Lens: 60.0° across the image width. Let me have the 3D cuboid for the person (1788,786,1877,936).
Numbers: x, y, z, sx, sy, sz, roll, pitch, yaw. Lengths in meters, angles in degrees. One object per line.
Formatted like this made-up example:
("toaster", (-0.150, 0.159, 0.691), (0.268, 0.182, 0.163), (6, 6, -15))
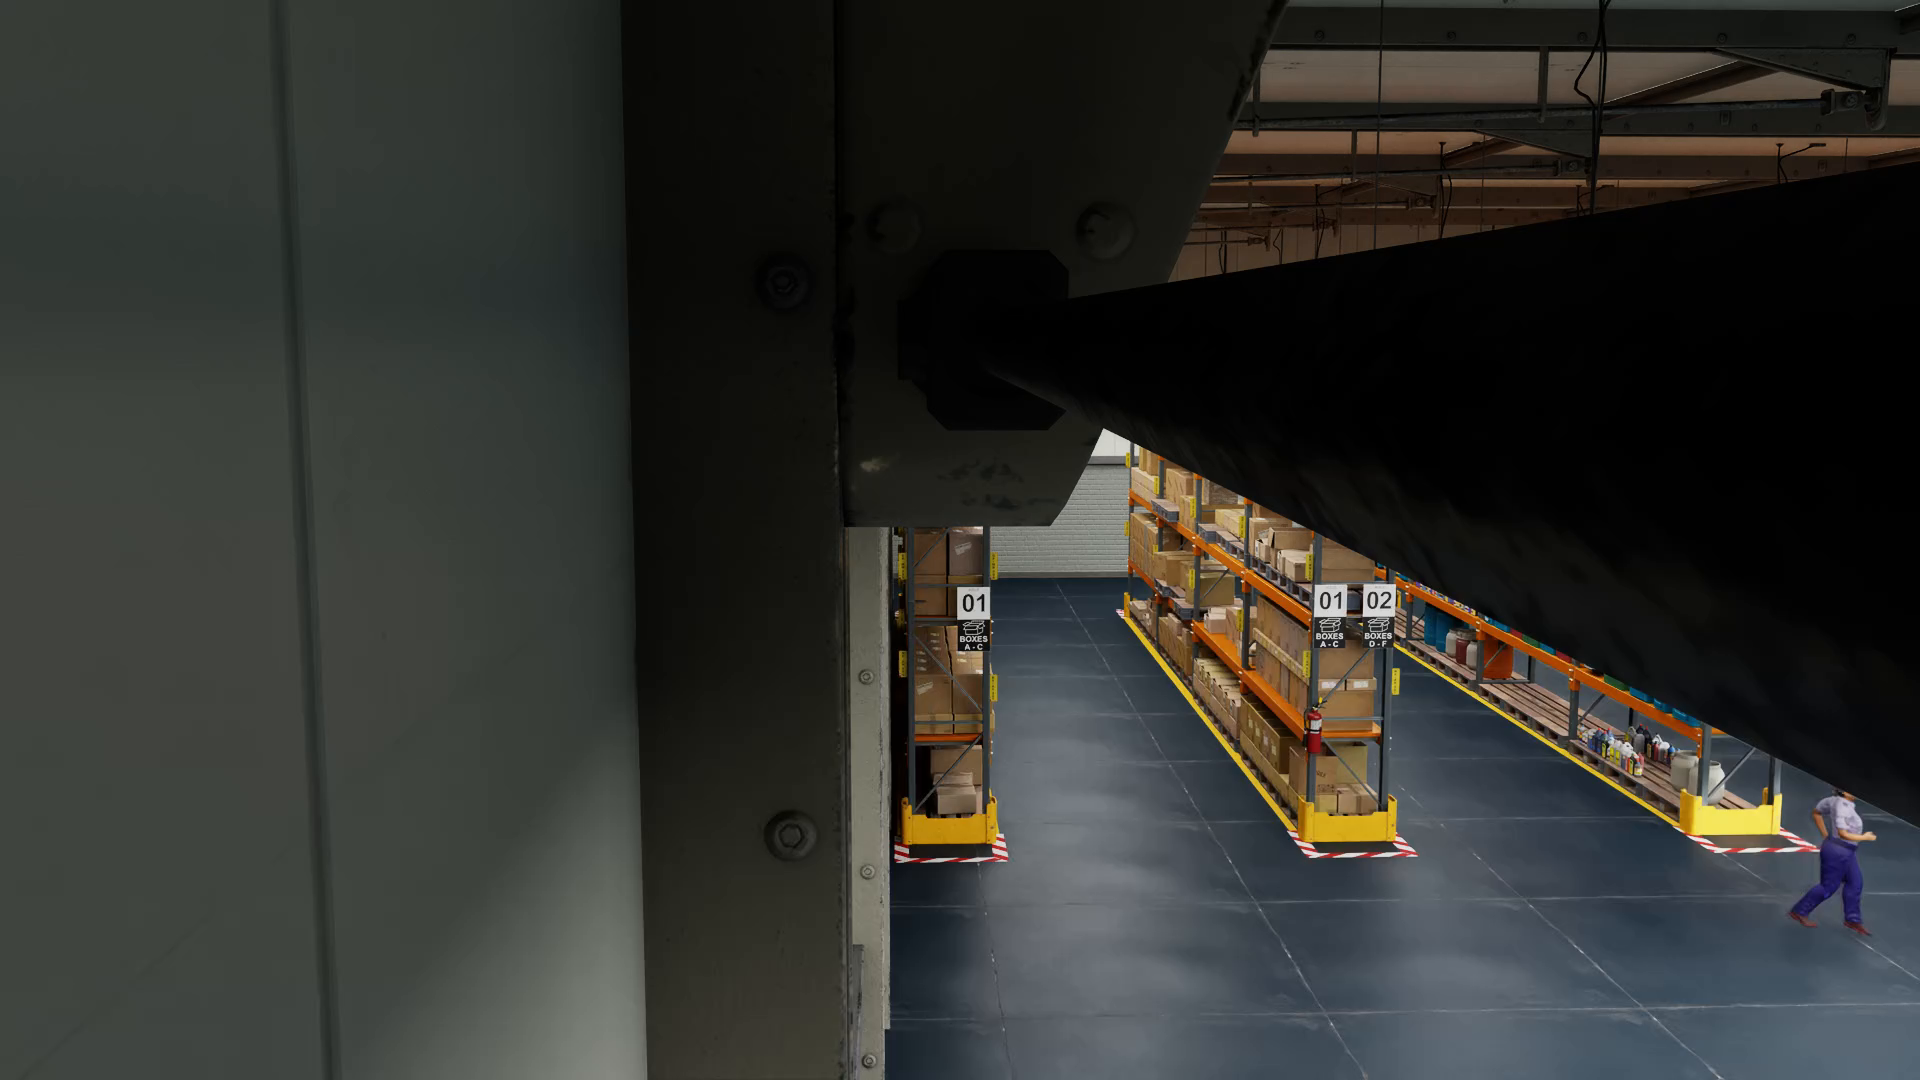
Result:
("person", (9.134, 3.317, 17.360), (0.803, 1.682, 0.591), (3, 8, 25))
